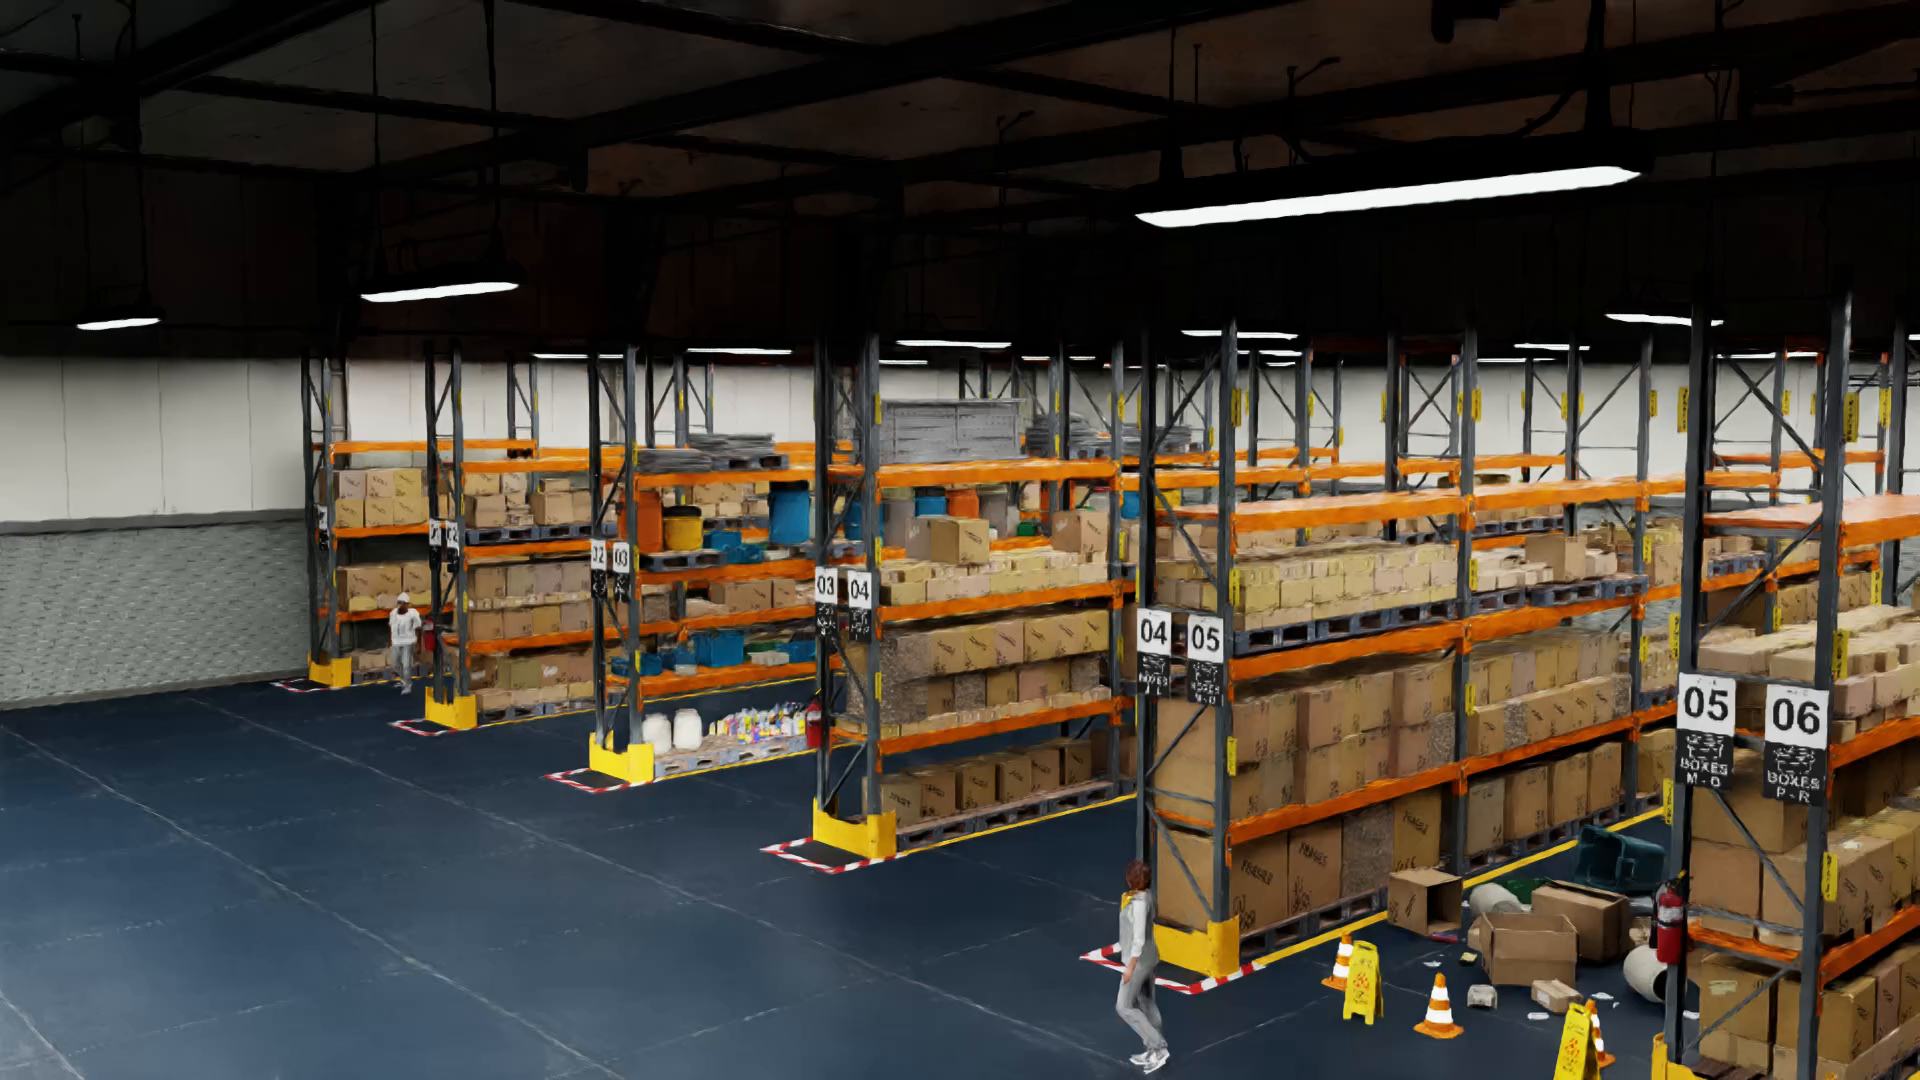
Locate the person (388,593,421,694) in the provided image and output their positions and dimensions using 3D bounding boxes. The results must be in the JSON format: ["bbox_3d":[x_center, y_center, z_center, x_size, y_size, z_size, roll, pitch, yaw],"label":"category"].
[{"bbox_3d":[-9.587,1.765,28.748,0.612,1.752,0.579,1,5,12],"label":"person"}]

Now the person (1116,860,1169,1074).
[{"bbox_3d":[1.415,3.248,12.687,0.413,1.588,0.552,1,5,16],"label":"person"}]
